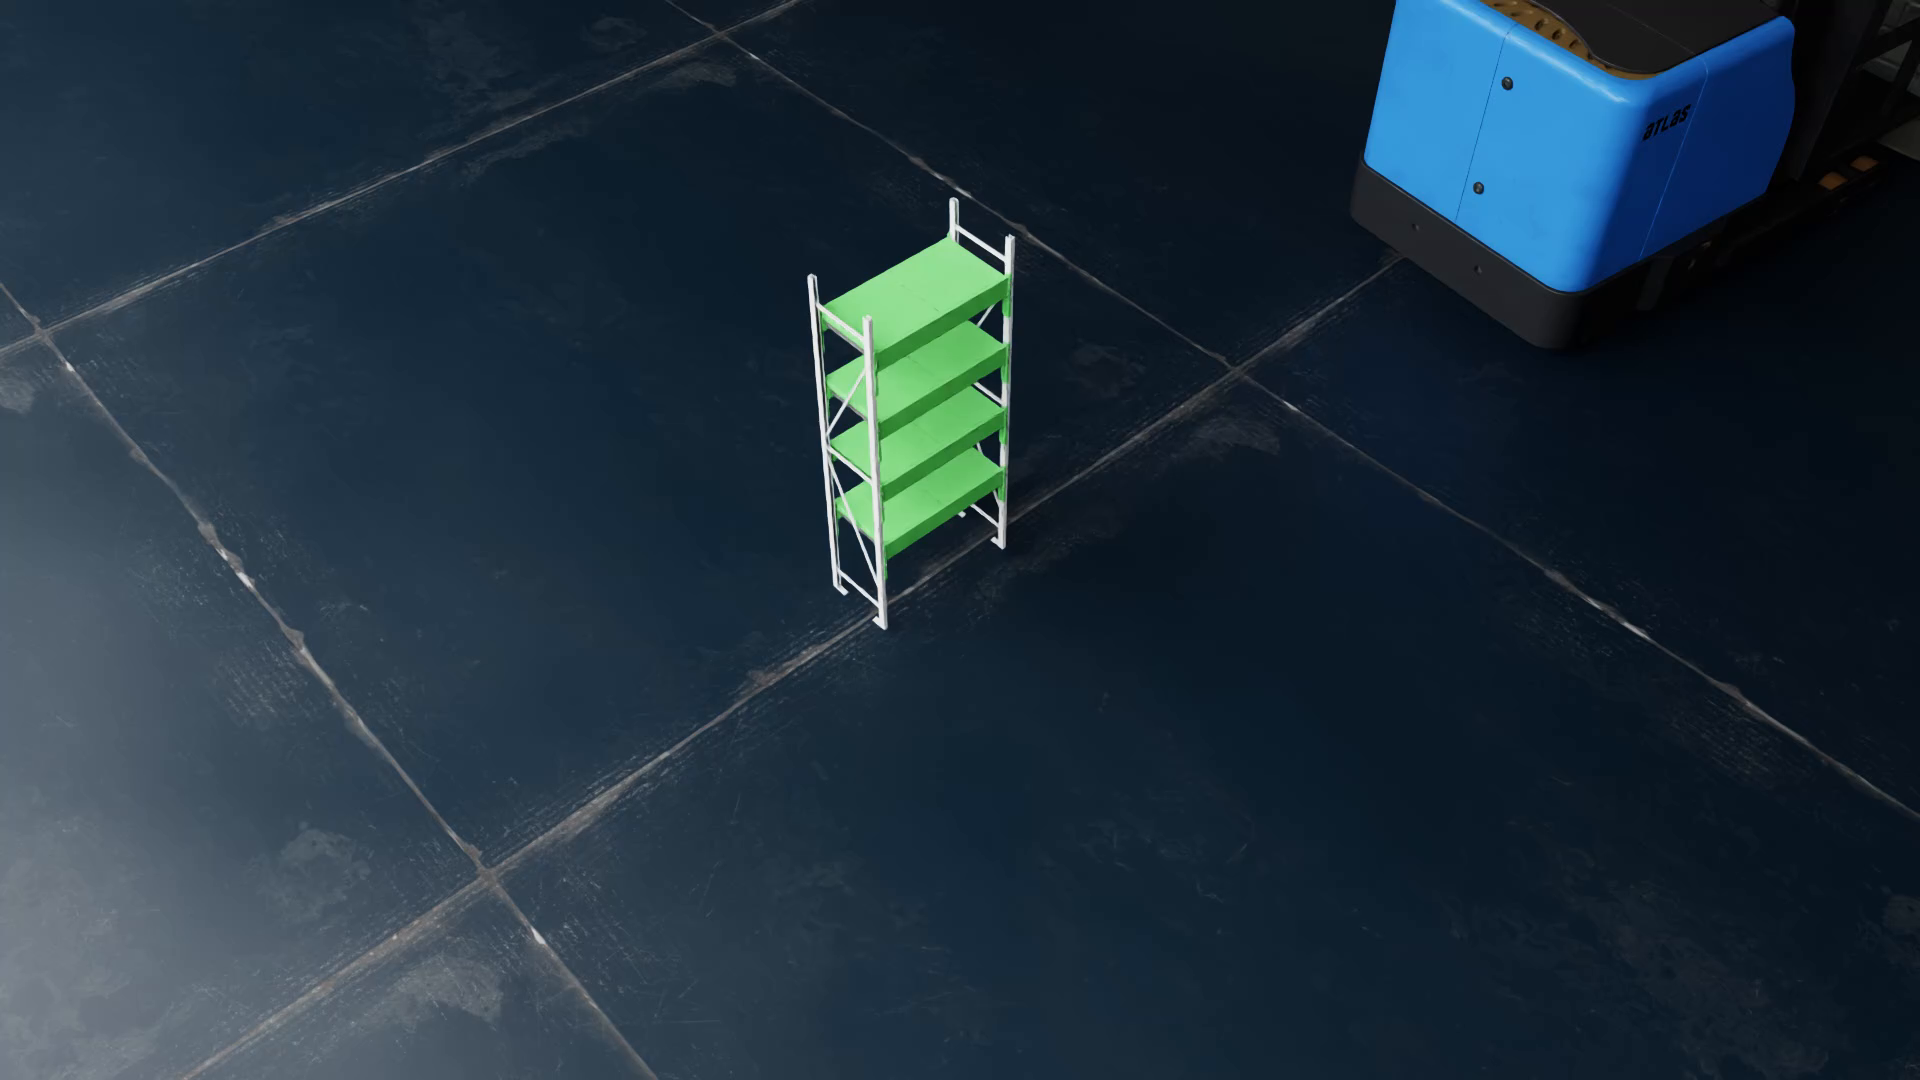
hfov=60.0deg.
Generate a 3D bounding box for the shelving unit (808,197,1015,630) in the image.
[{"bbox_3d":[-0.122,-0.325,4.734,0.503,1.200,0.258,-34,56,-27],"label":"shelving unit"}]

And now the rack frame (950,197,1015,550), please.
[{"bbox_3d":[0.058,-0.446,4.845,0.015,1.200,0.240,-34,56,-27],"label":"rack frame"}]

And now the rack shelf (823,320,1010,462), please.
[{"bbox_3d":[-0.122,-0.444,4.604,0.480,0.148,0.258,-34,56,-27],"label":"rack shelf"}]

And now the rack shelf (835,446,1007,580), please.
[{"bbox_3d":[-0.122,-0.119,4.957,0.480,0.148,0.258,-34,56,-27],"label":"rack shelf"}]

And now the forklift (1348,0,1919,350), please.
[{"bbox_3d":[2.970,-2.528,5.588,3.031,2.935,1.130,-27,53,-23],"label":"forklift"}]

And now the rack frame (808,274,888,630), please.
[{"bbox_3d":[-0.303,-0.204,4.622,0.015,1.200,0.240,-34,56,-27],"label":"rack frame"}]

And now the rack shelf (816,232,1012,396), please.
[{"bbox_3d":[-0.122,-0.607,4.428,0.480,0.148,0.258,-34,56,-27],"label":"rack shelf"}]

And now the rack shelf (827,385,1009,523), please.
[{"bbox_3d":[-0.122,-0.282,4.780,0.480,0.148,0.258,-34,56,-27],"label":"rack shelf"}]
